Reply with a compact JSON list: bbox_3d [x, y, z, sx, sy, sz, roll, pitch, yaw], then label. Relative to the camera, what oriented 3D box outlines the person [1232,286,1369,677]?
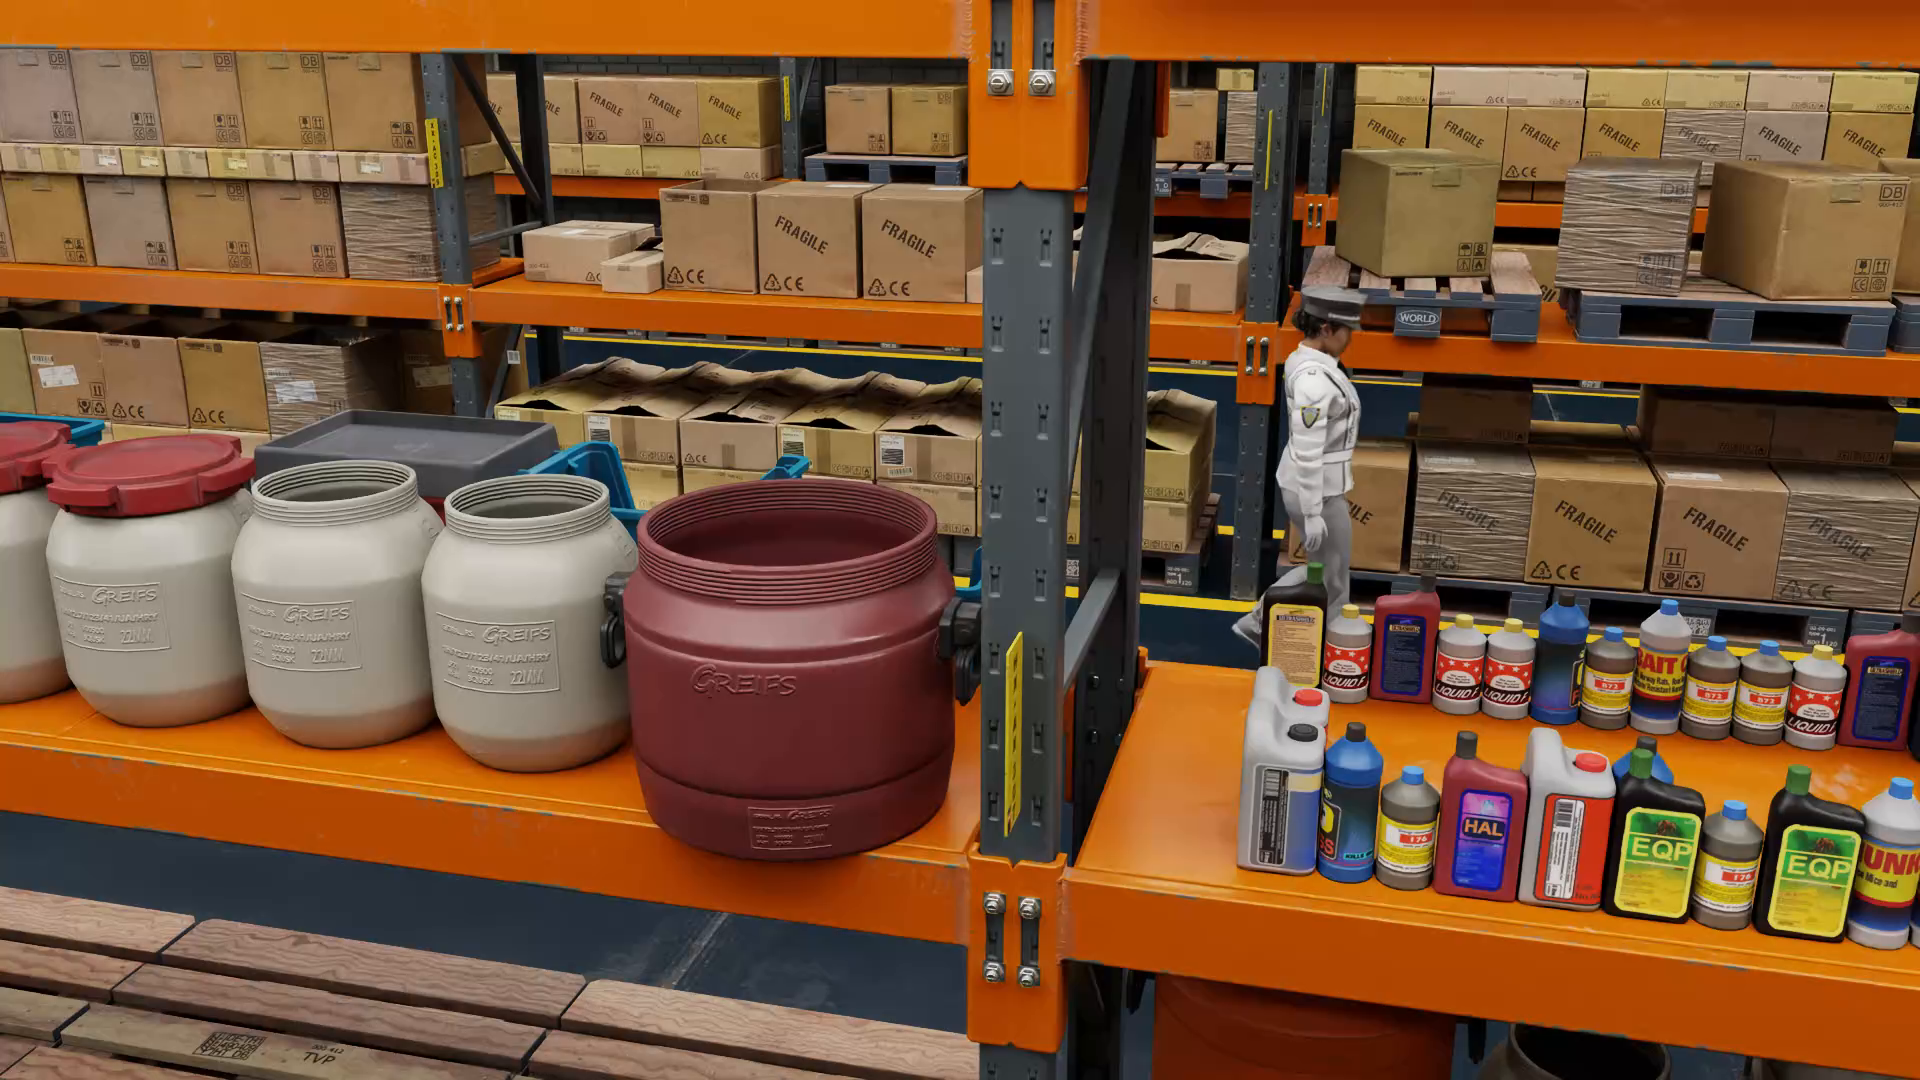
[{"bbox_3d":[1.426,-0.174,6.512,0.644,1.652,0.522,2,19,7],"label":"person"}]
